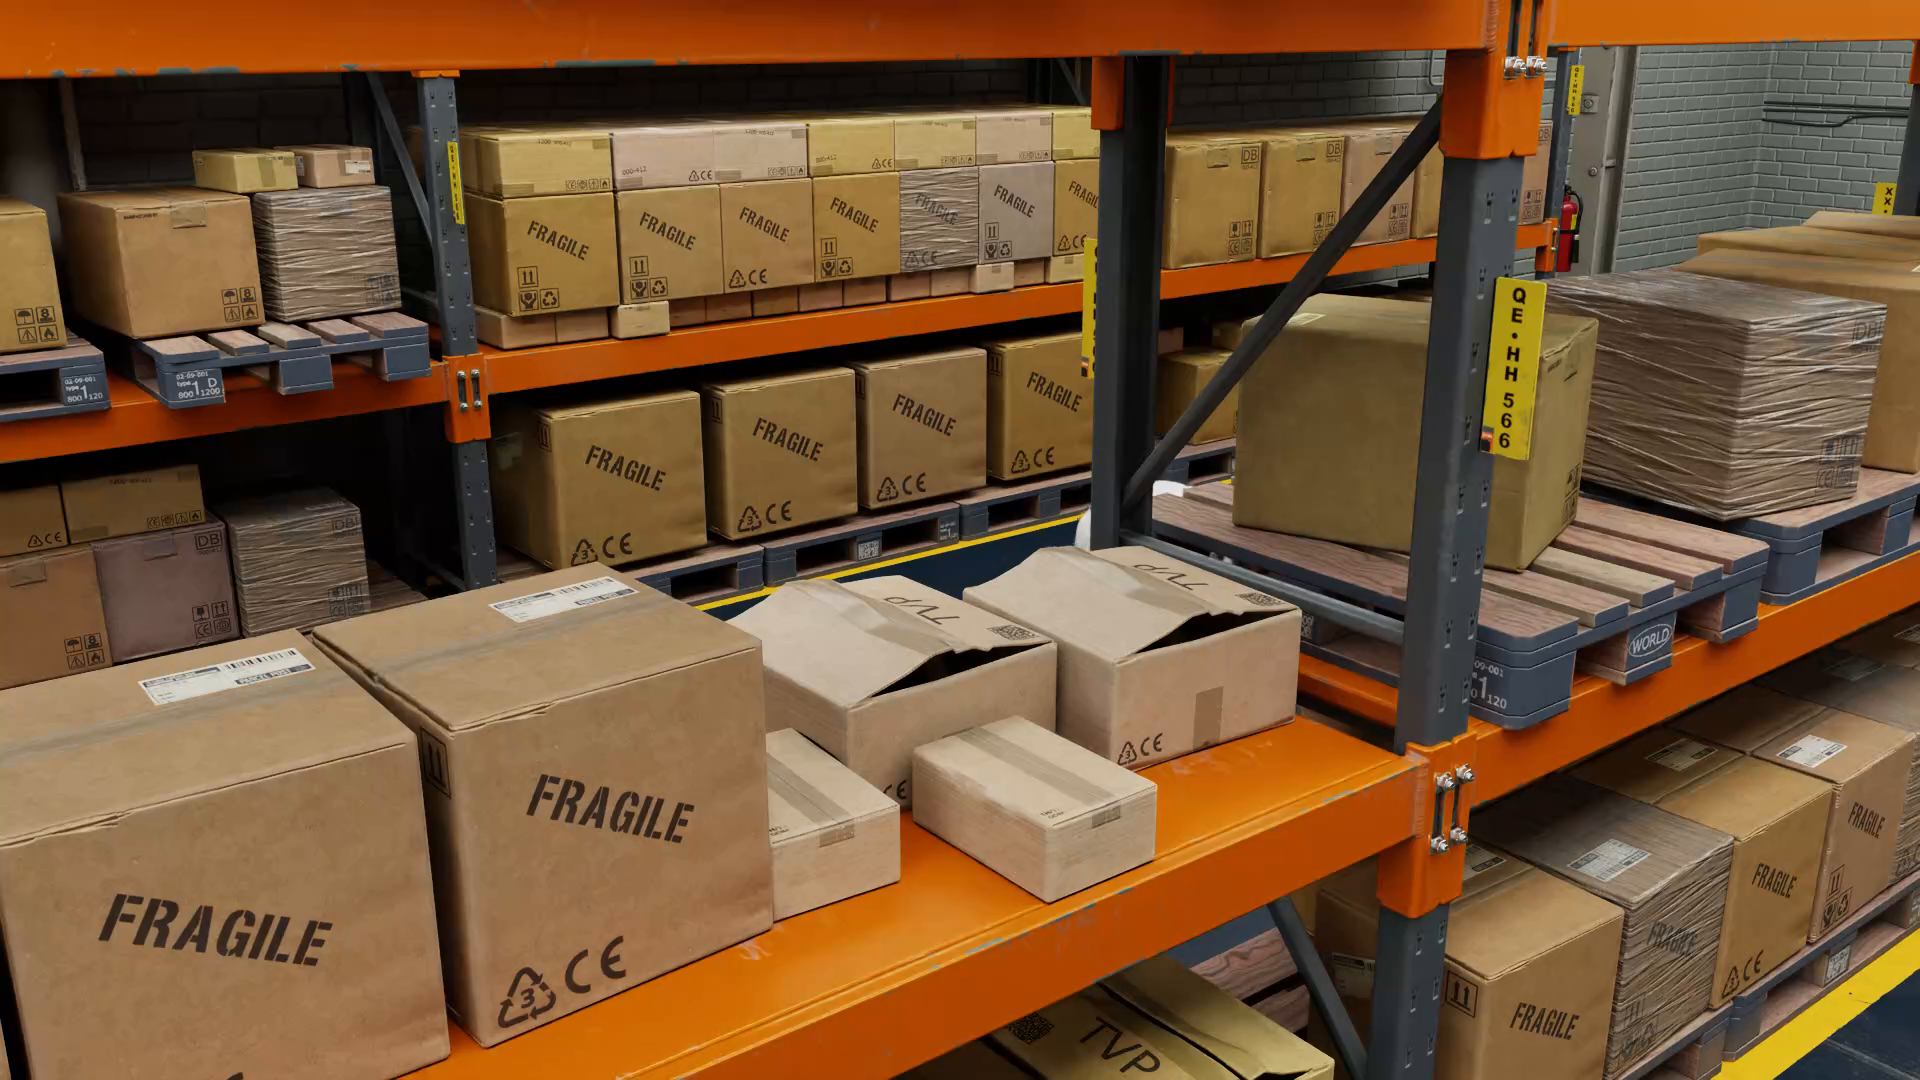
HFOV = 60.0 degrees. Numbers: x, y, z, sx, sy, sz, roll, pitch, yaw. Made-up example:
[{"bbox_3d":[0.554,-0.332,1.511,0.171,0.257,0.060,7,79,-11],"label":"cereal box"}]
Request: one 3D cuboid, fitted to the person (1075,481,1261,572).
[{"bbox_3d":[0.869,0.313,6.211,0.495,1.053,0.997,-15,23,-39],"label":"person"}]
